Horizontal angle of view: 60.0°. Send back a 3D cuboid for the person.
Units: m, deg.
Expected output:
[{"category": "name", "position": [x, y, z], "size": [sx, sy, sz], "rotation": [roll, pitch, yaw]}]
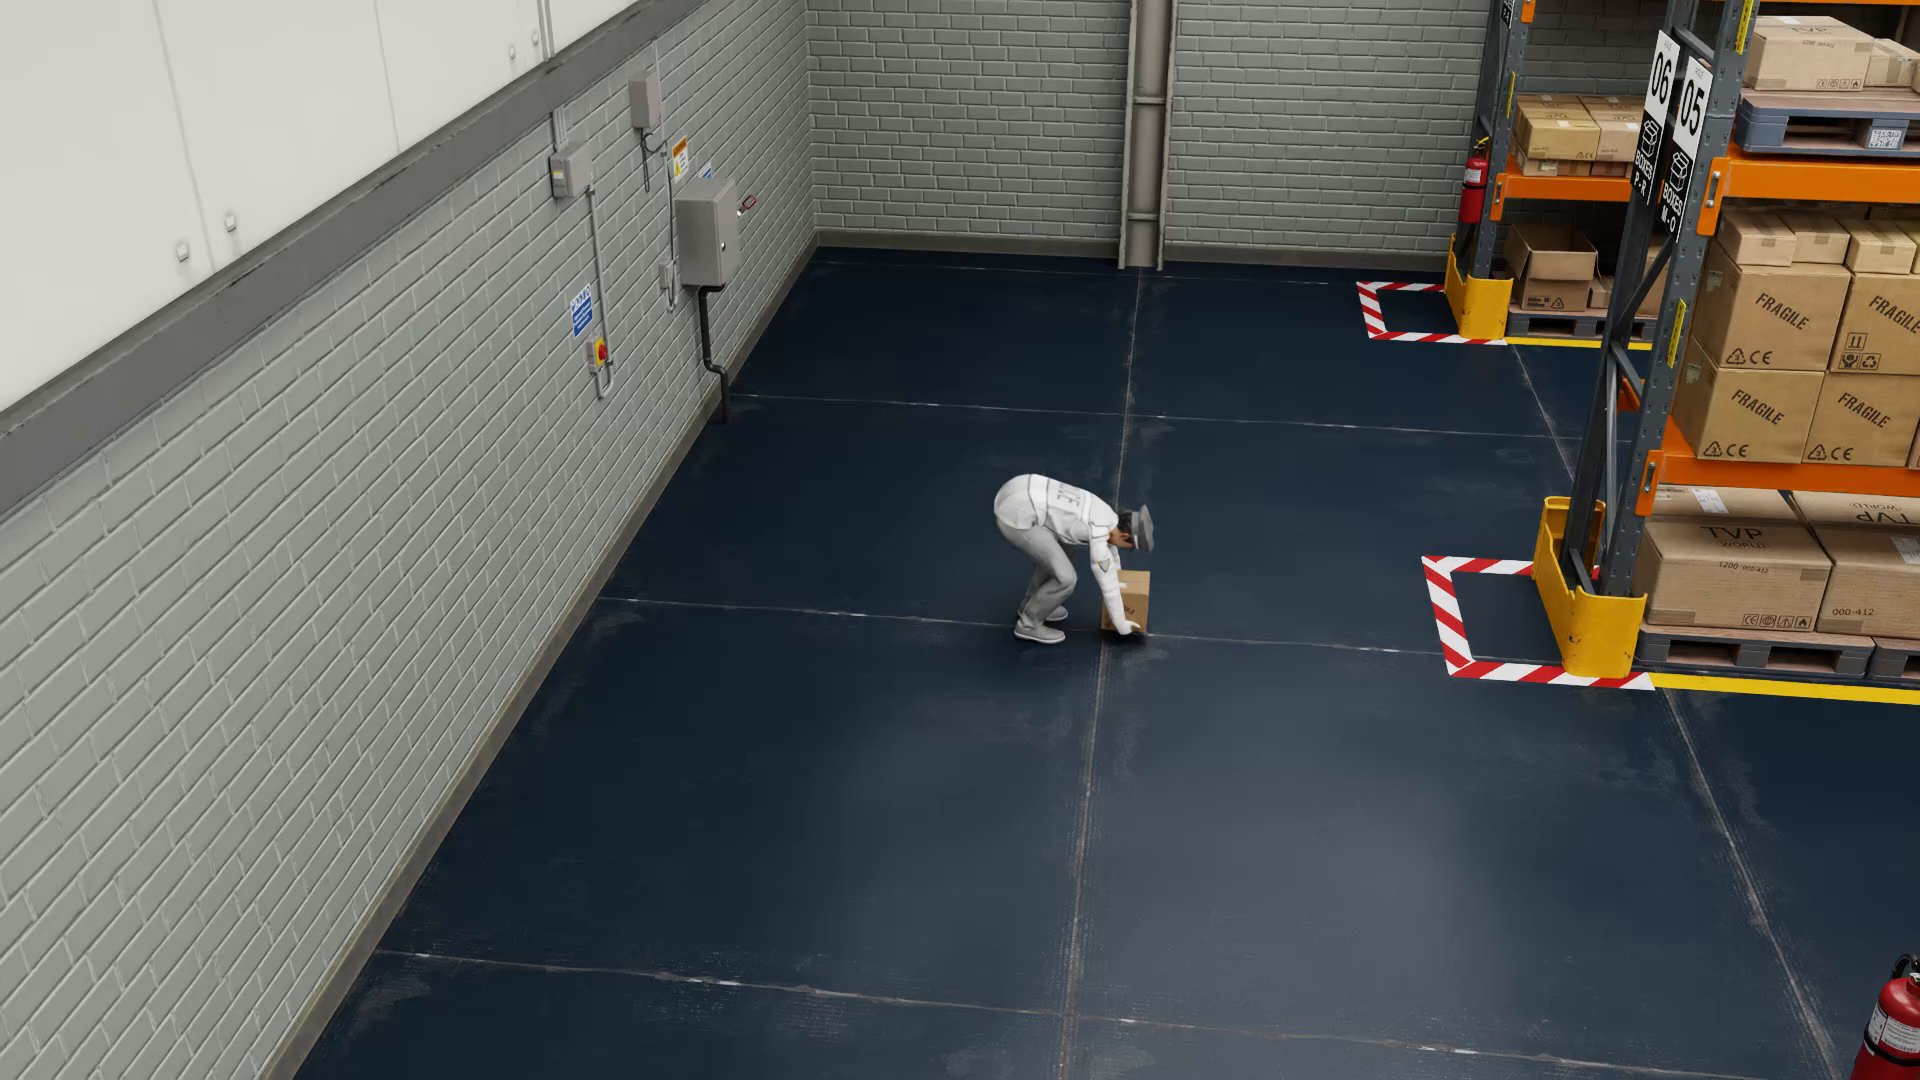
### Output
[{"category": "person", "position": [0.628, 0.097, 9.212], "size": [0.885, 0.933, 0.452], "rotation": [2, 29, 4]}]
